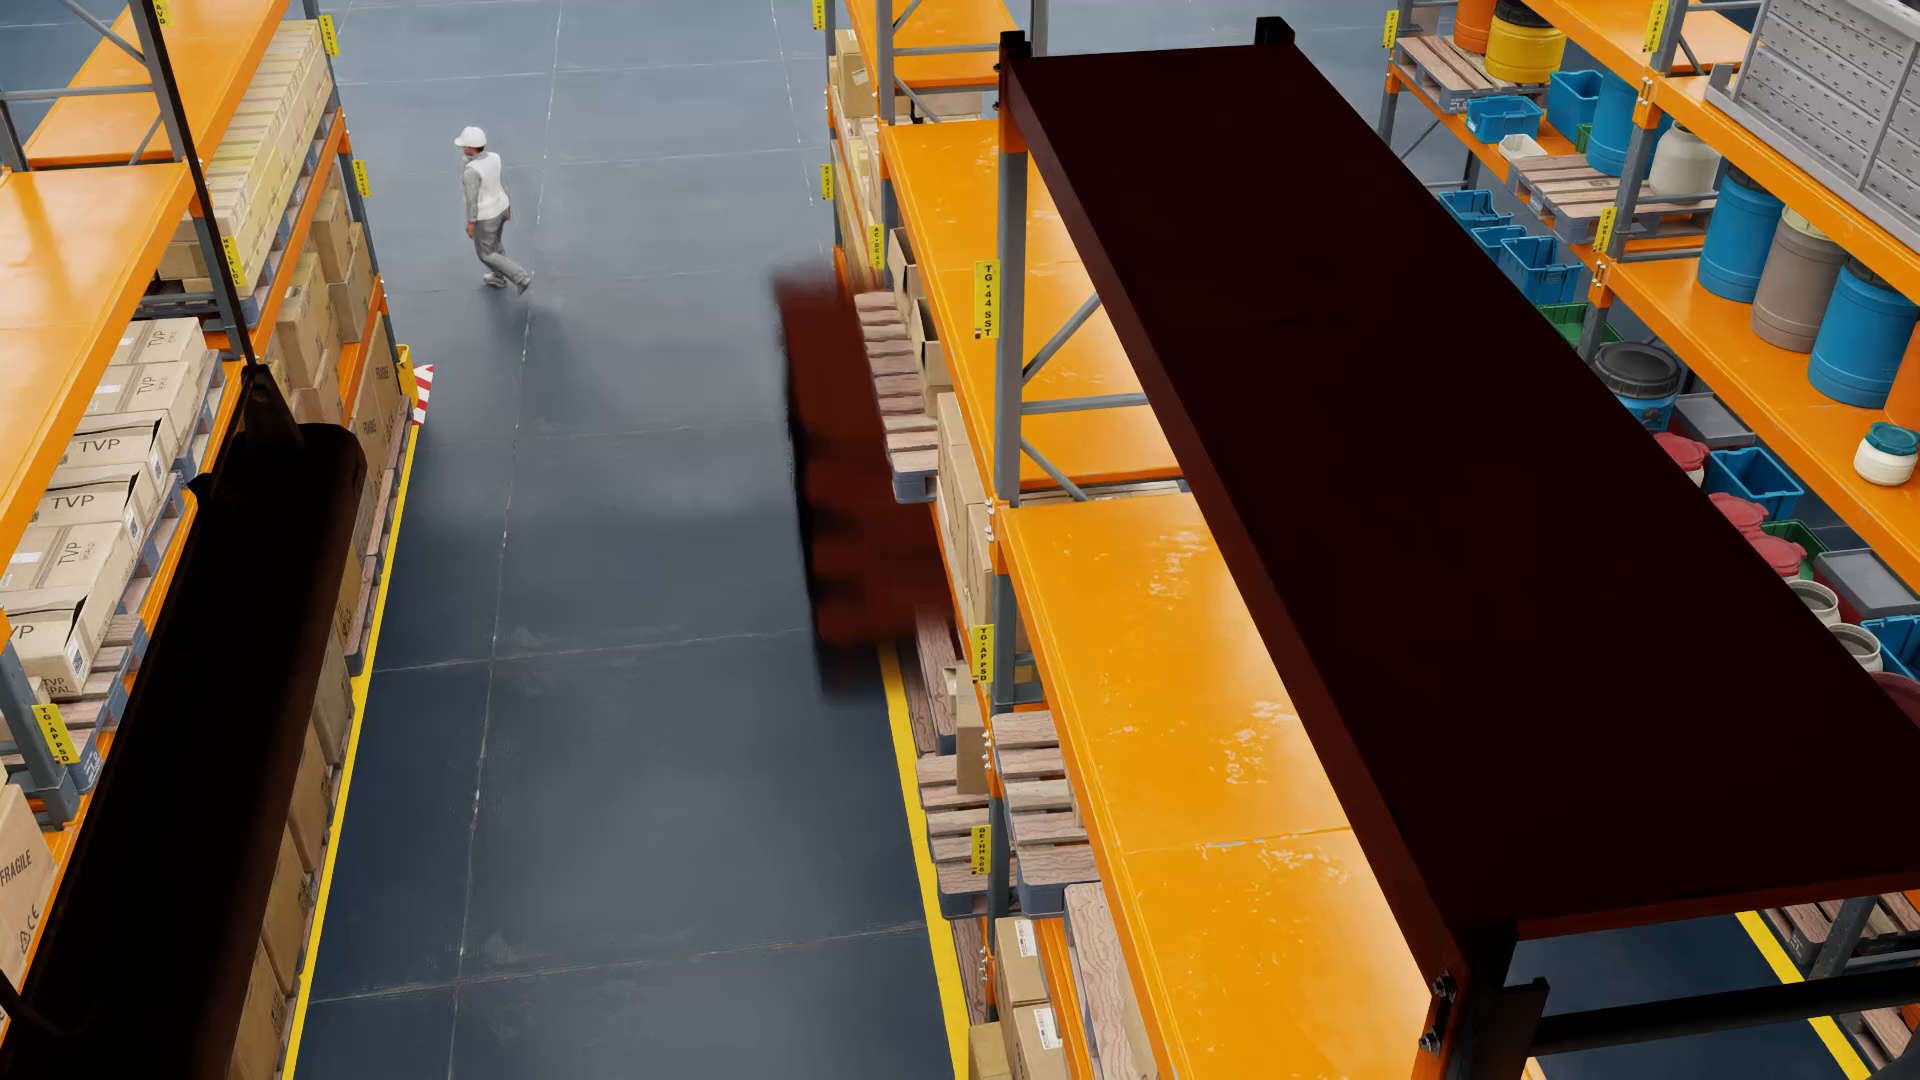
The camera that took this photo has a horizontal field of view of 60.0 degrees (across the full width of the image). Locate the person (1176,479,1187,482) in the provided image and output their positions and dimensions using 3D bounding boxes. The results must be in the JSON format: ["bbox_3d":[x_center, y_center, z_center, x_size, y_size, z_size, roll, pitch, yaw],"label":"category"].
[{"bbox_3d":[1.733,-1.096,13.589,0.411,1.046,0.943,-2,36,-2],"label":"person"}]

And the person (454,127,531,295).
[{"bbox_3d":[-4.593,-3.215,16.342,0.727,1.758,0.452,11,38,15],"label":"person"}]
